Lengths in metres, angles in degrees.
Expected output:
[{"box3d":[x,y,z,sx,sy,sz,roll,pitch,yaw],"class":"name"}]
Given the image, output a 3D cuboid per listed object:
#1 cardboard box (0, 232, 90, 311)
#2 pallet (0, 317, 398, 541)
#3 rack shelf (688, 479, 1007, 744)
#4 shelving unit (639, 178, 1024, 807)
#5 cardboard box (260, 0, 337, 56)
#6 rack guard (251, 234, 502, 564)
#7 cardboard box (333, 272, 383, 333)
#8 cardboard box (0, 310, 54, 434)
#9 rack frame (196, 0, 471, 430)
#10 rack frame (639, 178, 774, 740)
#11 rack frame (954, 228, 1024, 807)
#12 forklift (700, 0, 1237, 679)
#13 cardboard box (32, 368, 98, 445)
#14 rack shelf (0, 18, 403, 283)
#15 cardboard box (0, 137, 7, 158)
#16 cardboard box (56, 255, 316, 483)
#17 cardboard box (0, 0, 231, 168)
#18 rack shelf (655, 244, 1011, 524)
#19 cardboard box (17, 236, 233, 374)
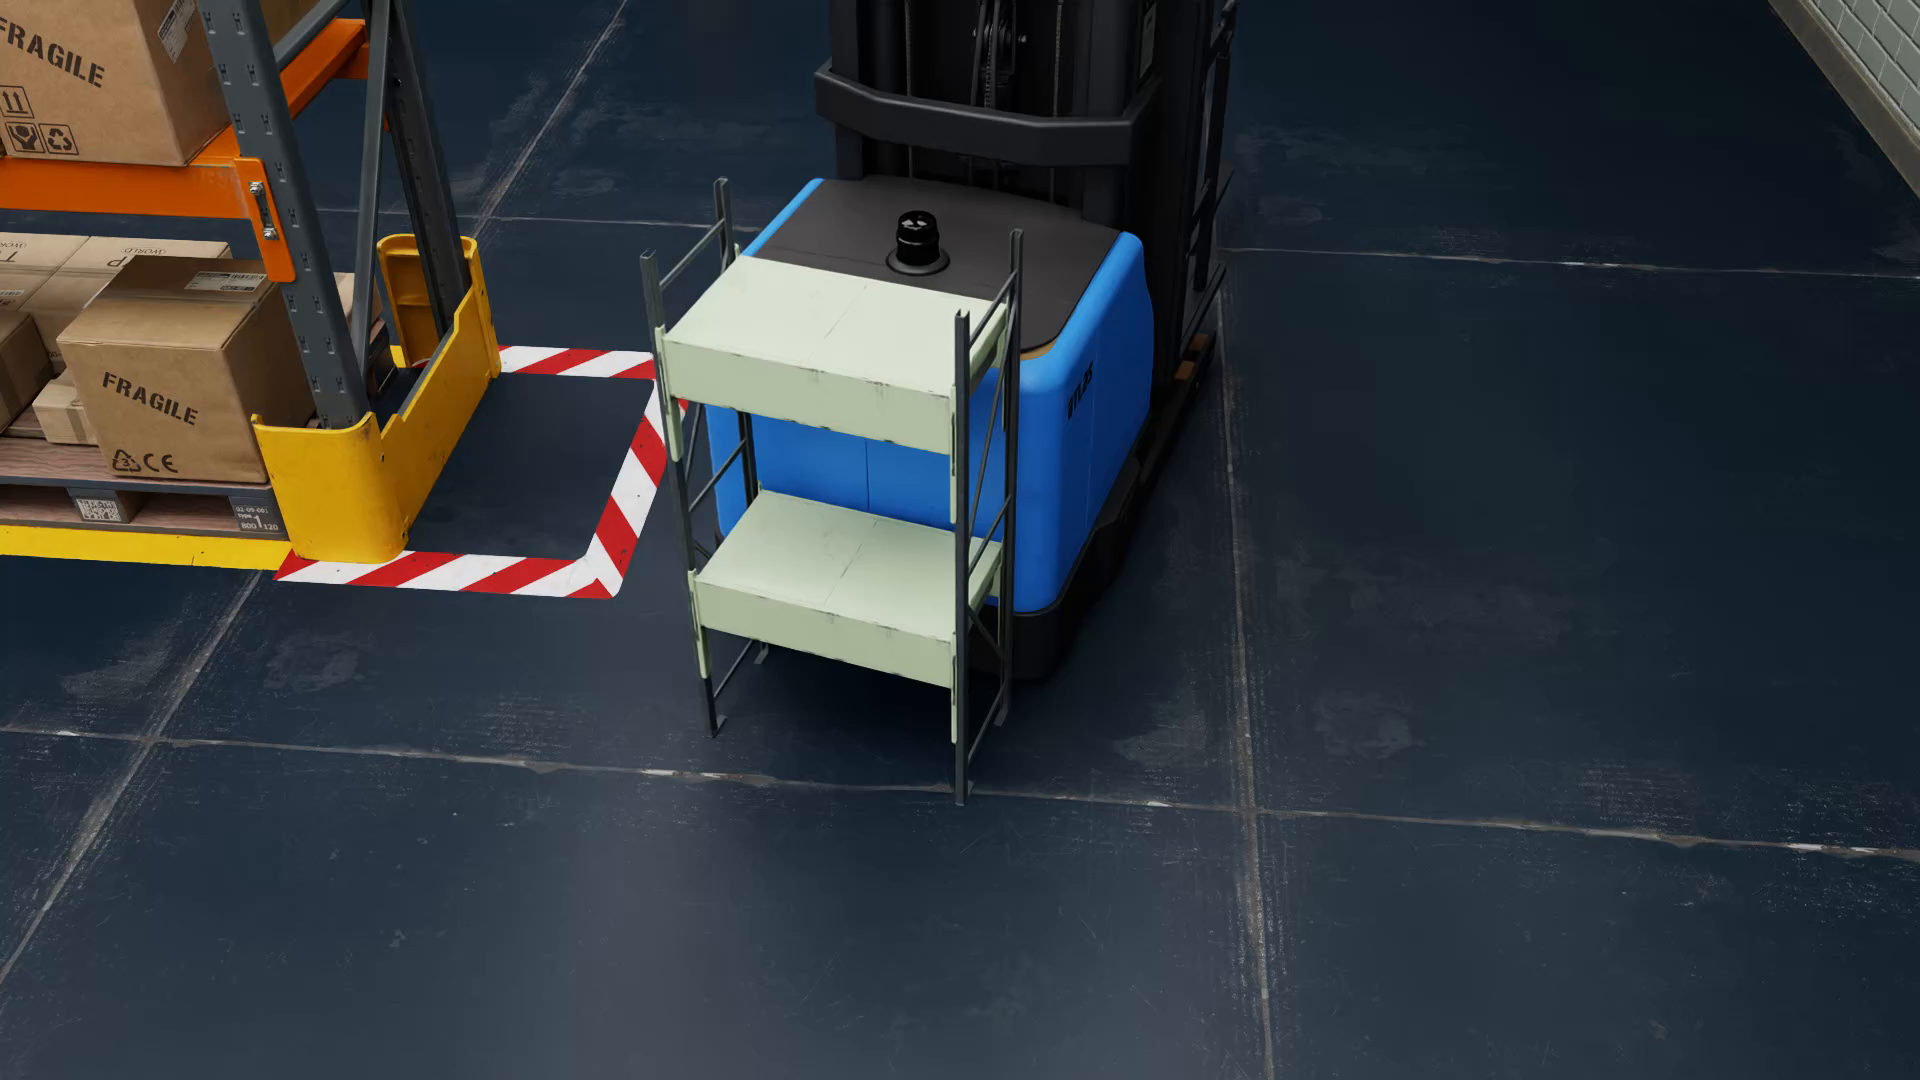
[{"box3d":[-3.311,-0.825,5.717,0.500,0.250,0.500,3,39,4],"class":"cardboard box"},{"box3d":[-2.667,-0.424,5.603,1.213,0.211,1.003,3,39,4],"class":"pallet"},{"box3d":[-0.279,0.178,4.360,0.720,0.370,0.431,13,41,15],"class":"rack shelf"},{"box3d":[-0.279,-0.075,4.154,0.755,1.500,0.431,13,41,15],"class":"shelving unit"},{"box3d":[-2.217,-1.687,4.867,0.500,0.500,0.500,4,39,5],"class":"cardboard box"},{"box3d":[-1.873,-0.493,5.460,0.348,0.500,1.175,3,39,4],"class":"rack guard"},{"box3d":[-2.185,-0.762,5.720,0.250,0.149,0.380,3,39,4],"class":"cardboard box"},{"box3d":[-3.304,-0.508,5.327,0.500,0.250,0.500,3,39,4],"class":"cardboard box"},{"box3d":[-1.797,-1.458,4.665,0.127,3.000,1.000,3,39,4],"class":"rack frame"},{"box3d":[-0.624,-0.153,4.250,0.023,1.500,0.400,13,41,15],"class":"rack frame"},{"box3d":[0.066,0.003,4.059,0.023,1.500,0.400,13,41,15],"class":"rack frame"},{"box3d":[0.275,-1.682,4.994,1.130,2.935,3.031,13,41,16],"class":"forklift"},{"box3d":[-2.756,-0.483,5.364,0.250,0.166,0.380,3,39,4],"class":"cardboard box"},{"box3d":[-3.790,-1.288,5.026,4.000,0.370,1.077,3,39,4],"class":"rack shelf"},{"box3d":[-2.784,-1.376,4.486,0.500,0.500,0.500,3,39,4],"class":"cardboard box"},{"box3d":[-2.360,-0.534,5.162,0.500,0.500,0.500,3,39,4],"class":"cardboard box"},{"box3d":[-2.267,-1.350,4.454,0.500,0.500,0.500,4,39,5],"class":"cardboard box"},{"box3d":[-0.279,-0.378,3.908,0.720,0.370,0.431,13,41,15],"class":"rack shelf"},{"box3d":[-2.813,-0.798,5.684,0.500,0.250,0.500,3,39,4],"class":"cardboard box"}]
